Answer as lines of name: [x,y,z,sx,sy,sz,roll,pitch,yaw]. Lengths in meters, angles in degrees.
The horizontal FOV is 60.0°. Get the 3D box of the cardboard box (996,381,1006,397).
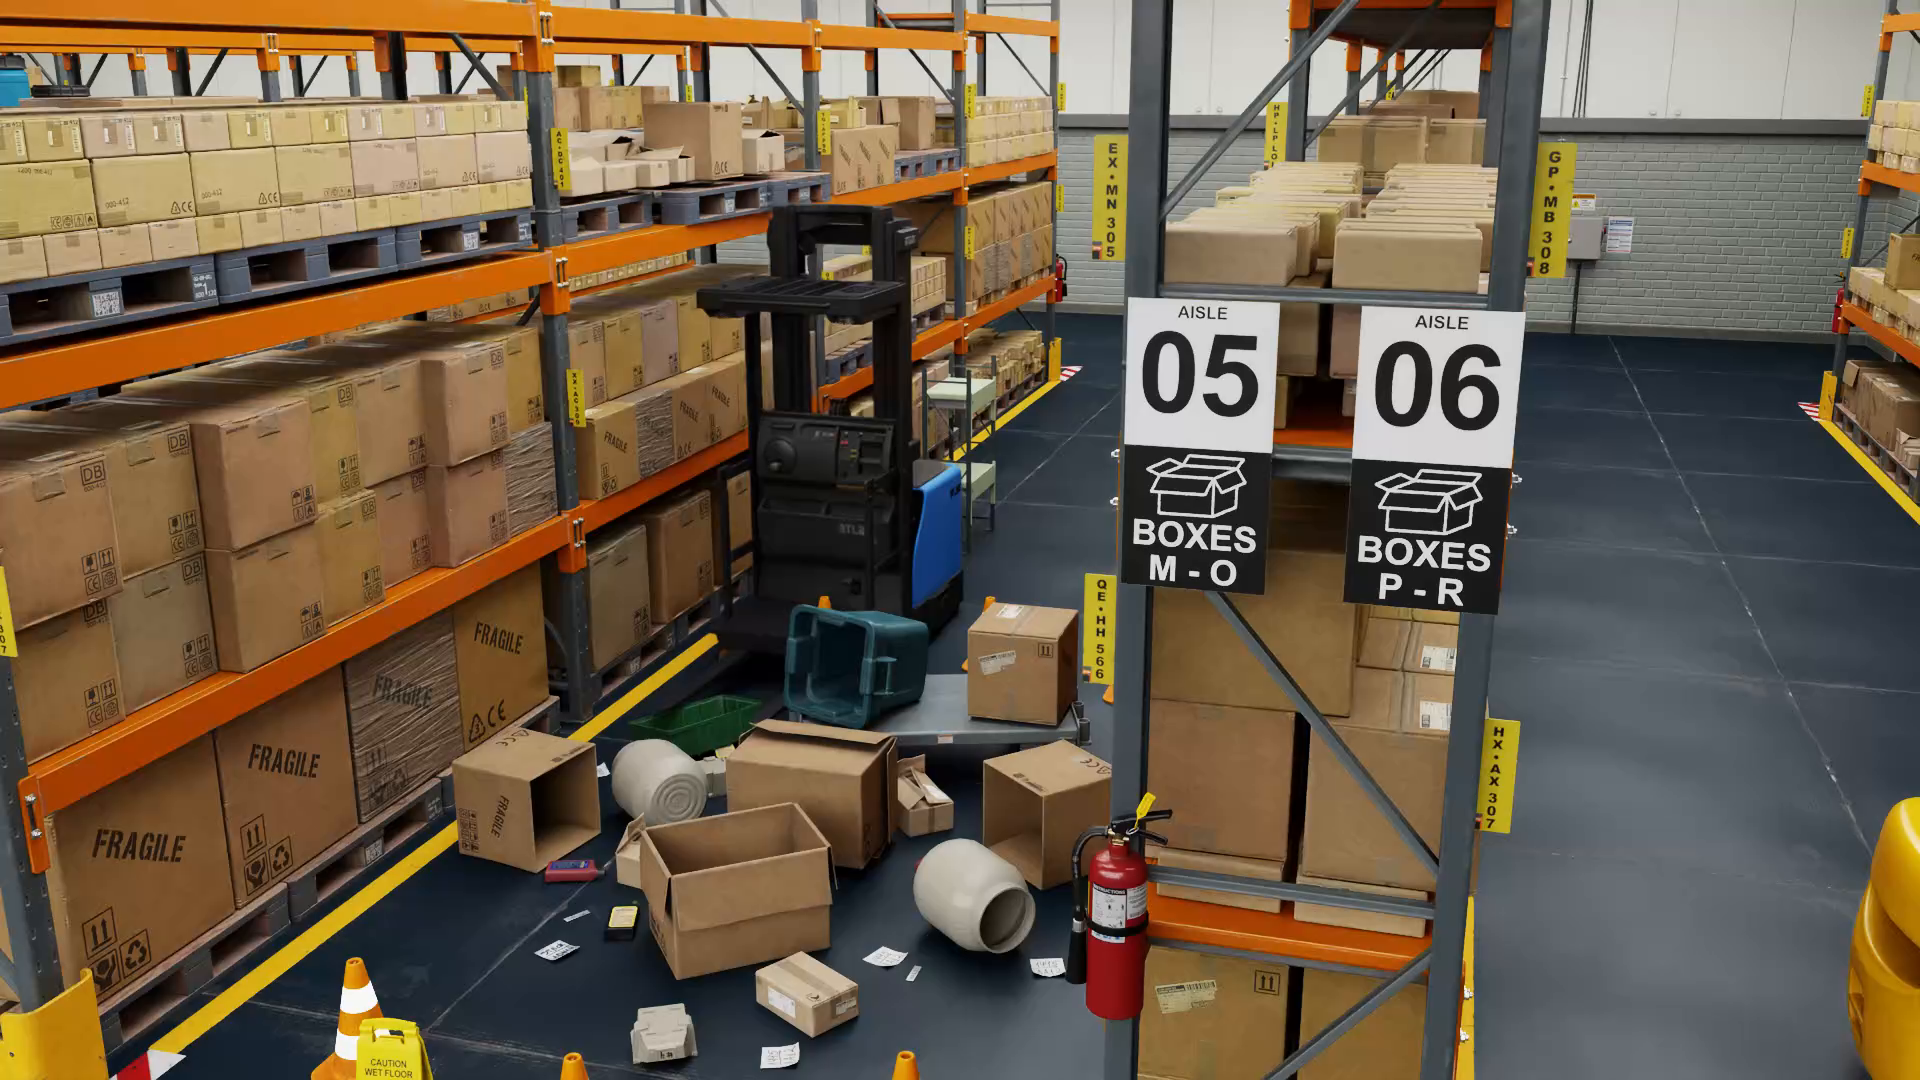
cardboard box: [0.305,-1.728,18.879,0.380,0.149,0.250,4,16,14]

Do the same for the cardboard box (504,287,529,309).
cardboard box: [-5.034,-2.800,18.021,0.500,0.500,0.500,5,16,16]

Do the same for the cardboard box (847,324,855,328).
cardboard box: [-1.095,-1.914,14.227,0.380,0.149,0.250,4,16,14]

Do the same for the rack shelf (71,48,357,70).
rack shelf: [-9.344,-6.150,21.074,1.077,0.370,4.000,5,16,16]

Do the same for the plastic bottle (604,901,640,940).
plastic bottle: [-1.541,1.733,7.607,0.133,0.061,0.283,-1,16,-3]

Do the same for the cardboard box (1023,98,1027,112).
cardboard box: [0.550,-4.961,18.954,0.380,0.149,0.250,4,16,15]

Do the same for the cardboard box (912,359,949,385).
cardboard box: [-0.406,-1.630,16.517,0.500,0.250,0.500,4,16,14]

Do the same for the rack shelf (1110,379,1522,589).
rack shelf: [1.496,-0.608,6.296,1.077,0.370,4.000,5,16,16]

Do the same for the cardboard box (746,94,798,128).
cardboard box: [-1.576,-3.559,13.796,0.396,0.266,0.258,5,16,16]

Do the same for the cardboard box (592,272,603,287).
cardboard box: [-4.466,-3.100,19.721,0.380,0.149,0.250,4,16,15]

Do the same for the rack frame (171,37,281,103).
rack frame: [-6.300,-4.735,14.033,1.000,3.000,0.127,5,16,16]

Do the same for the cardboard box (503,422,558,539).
cardboard box: [-2.803,-0.366,9.348,0.875,0.550,0.550,5,16,16]

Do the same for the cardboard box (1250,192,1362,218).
cardboard box: [1.204,-1.130,5.817,0.380,0.149,0.250,4,16,14]

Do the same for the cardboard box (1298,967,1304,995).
cardboard box: [1.051,1.406,6.271,0.500,0.500,0.500,5,17,18]

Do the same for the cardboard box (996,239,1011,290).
cardboard box: [0.257,-3.045,18.338,0.500,0.500,0.500,4,16,15]

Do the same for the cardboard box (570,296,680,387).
cardboard box: [-2.286,-1.318,10.963,0.700,0.500,0.500,5,17,16]

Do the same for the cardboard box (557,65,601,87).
cardboard box: [-4.610,-5.516,19.774,0.500,0.250,0.500,4,16,14]

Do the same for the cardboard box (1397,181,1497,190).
cardboard box: [1.880,-1.295,6.401,0.380,0.149,0.250,5,17,17]

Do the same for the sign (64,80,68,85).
sign: [-12.997,-6.532,24.242,0.100,0.325,0.005,5,16,16]

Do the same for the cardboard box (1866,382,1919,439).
cardboard box: [9.444,-1.285,16.675,0.500,0.500,0.500,5,17,17]

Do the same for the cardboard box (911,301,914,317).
cardboard box: [-0.650,-2.175,15.690,0.380,0.149,0.250,4,16,13]

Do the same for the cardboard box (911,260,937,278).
cardboard box: [-0.439,-2.661,16.315,0.380,0.149,0.250,4,16,14]

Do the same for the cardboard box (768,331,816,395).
cardboard box: [-1.444,-1.347,12.899,0.500,0.500,0.500,5,16,16]

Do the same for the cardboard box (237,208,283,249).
cardboard box: [-3.083,-1.312,6.969,0.380,0.149,0.250,5,16,15]

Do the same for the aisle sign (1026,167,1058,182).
aisle sign: [1.009,-4.777,20.412,0.394,0.787,0.004,5,16,16]

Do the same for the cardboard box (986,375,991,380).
cardboard box: [0.174,-1.808,18.617,0.380,0.149,0.250,5,17,18]

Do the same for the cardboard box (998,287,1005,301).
cardboard box: [0.285,-2.761,18.526,0.380,0.149,0.250,5,17,18]

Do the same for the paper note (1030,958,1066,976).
paper note: [0.383,1.853,7.240,0.142,0.019,0.148,-1,16,-3]

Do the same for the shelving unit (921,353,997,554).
shelving unit: [-0.002,-0.720,13.619,0.431,1.500,0.755,5,16,16]

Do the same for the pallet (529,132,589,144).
pallet: [-4.921,-4.509,18.895,1.003,0.211,1.213,5,16,16]

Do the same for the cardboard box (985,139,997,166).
cardboard box: [0.082,-4.088,17.522,0.500,0.250,0.500,4,16,15]

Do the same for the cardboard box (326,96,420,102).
cardboard box: [-5.740,-4.080,16.261,0.797,0.503,0.637,4,16,15]

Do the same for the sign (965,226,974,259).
sign: [0.097,-2.999,16.785,0.100,0.325,0.005,5,16,16]

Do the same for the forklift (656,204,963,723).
forklift: [-0.940,-0.584,10.516,1.130,2.935,3.031,5,17,18]

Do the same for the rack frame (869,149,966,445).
rack frame: [-0.436,-2.484,17.091,1.000,3.000,0.127,5,16,16]

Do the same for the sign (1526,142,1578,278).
sign: [1.448,-0.809,4.086,0.100,0.325,0.005,5,16,16]

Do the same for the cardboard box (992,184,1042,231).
cardboard box: [0.665,-3.932,19.633,0.500,0.500,0.500,4,16,14]

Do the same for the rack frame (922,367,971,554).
rack frame: [-0.106,-0.624,13.281,0.400,1.500,0.023,5,16,16]

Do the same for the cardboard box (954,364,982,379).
cardboard box: [0.020,-1.813,18.088,0.380,0.149,0.250,4,16,15]

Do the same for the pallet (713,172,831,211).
pallet: [-1.705,-2.618,12.410,1.213,0.211,1.003,5,17,18]

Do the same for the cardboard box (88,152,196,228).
cardboard box: [-3.320,-1.348,6.366,0.500,0.250,0.500,4,16,15]

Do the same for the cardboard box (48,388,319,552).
cardboard box: [-3.347,-0.318,7.199,0.875,0.550,0.550,5,16,16]

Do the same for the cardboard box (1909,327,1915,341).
cardboard box: [9.151,-1.931,15.602,0.380,0.149,0.250,5,17,17]

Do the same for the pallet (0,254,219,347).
pallet: [-3.646,-0.940,6.313,1.003,0.211,1.213,5,16,16]

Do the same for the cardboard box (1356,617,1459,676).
cardboard box: [1.473,0.583,5.548,0.500,0.500,0.500,5,17,18]

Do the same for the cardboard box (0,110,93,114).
cardboard box: [-3.787,-1.681,6.807,0.380,0.149,0.250,5,17,16]

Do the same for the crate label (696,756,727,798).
crate label: [-1.364,1.285,9.048,0.298,0.136,0.250,-7,17,-23]

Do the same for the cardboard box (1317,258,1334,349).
cardboard box: [0.972,-0.787,5.339,0.500,0.250,0.500,4,16,15]

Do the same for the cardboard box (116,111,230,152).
cardboard box: [-3.157,-1.629,6.626,0.380,0.149,0.250,4,16,15]

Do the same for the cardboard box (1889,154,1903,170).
cardboard box: [9.546,-3.784,16.636,0.380,0.149,0.250,5,16,16]

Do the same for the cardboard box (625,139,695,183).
cardboard box: [-1.975,-2.493,10.918,0.396,0.266,0.258,5,16,16]

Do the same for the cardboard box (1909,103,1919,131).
cardboard box: [9.441,-4.049,15.925,0.500,0.250,0.500,5,17,17]

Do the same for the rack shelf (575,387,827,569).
rack shelf: [-2.141,-0.569,11.655,1.077,0.370,4.000,5,16,16]
